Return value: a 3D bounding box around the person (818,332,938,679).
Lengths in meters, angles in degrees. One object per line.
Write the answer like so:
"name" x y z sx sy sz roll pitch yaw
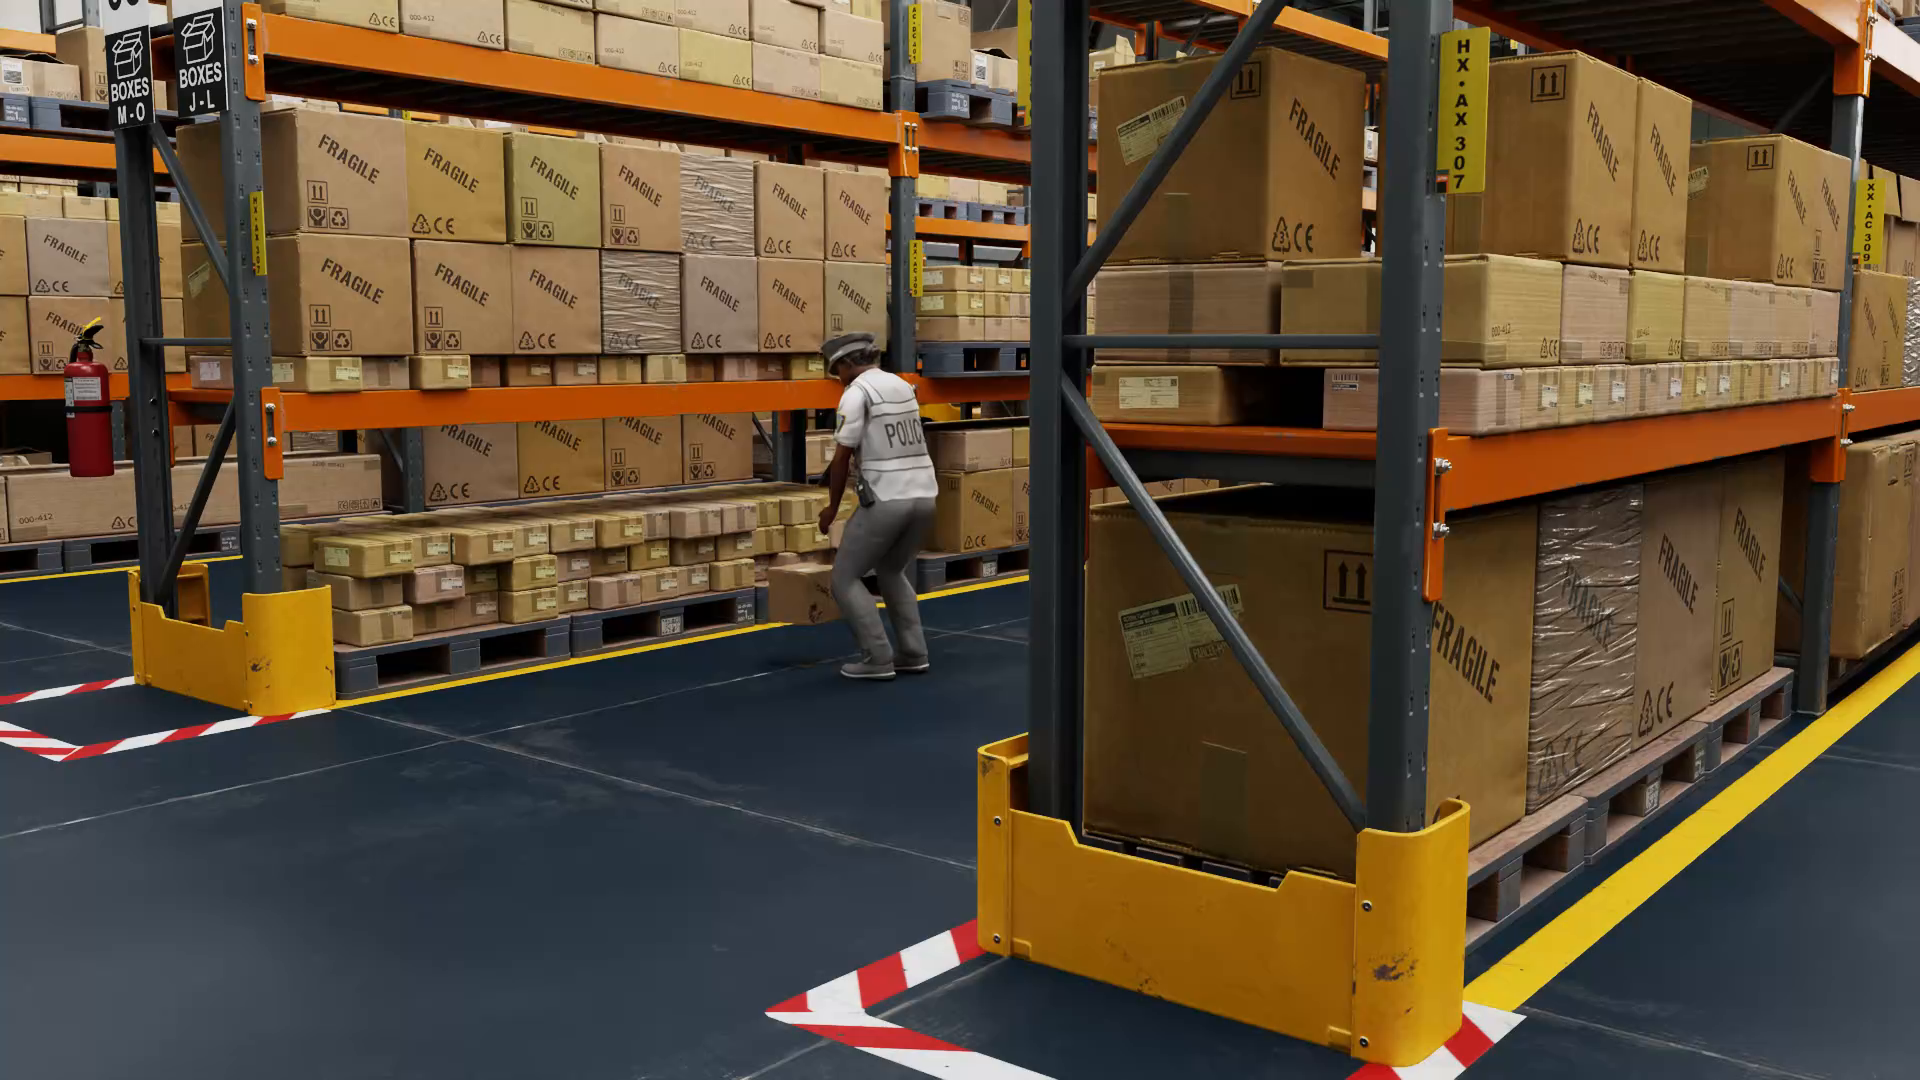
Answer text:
"person" -0.388 -0.154 7.515 0.541 1.563 0.476 6 9 40
